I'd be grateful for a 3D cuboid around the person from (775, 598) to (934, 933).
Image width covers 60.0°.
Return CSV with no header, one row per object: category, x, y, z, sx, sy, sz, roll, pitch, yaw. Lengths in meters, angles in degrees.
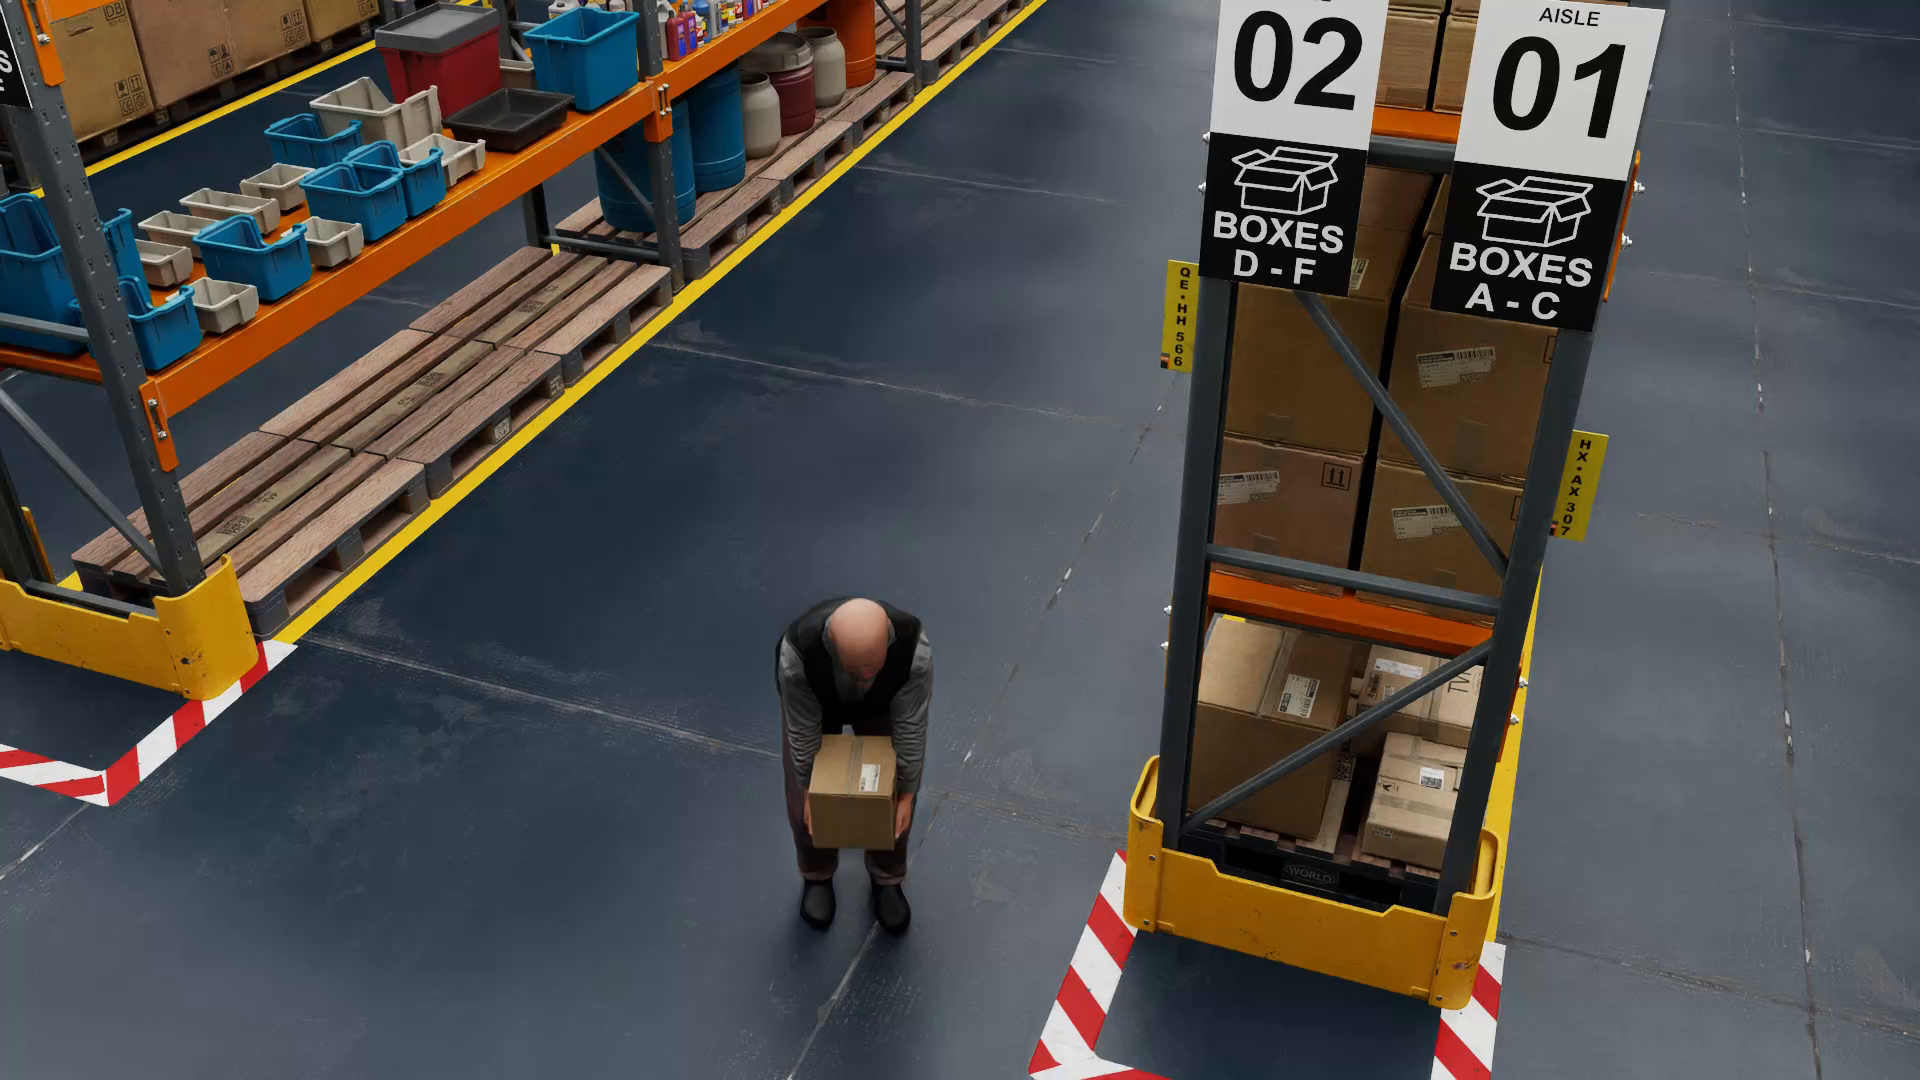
person,-0.331,0.676,5.304,0.476,1.529,0.751,-4,33,-7
